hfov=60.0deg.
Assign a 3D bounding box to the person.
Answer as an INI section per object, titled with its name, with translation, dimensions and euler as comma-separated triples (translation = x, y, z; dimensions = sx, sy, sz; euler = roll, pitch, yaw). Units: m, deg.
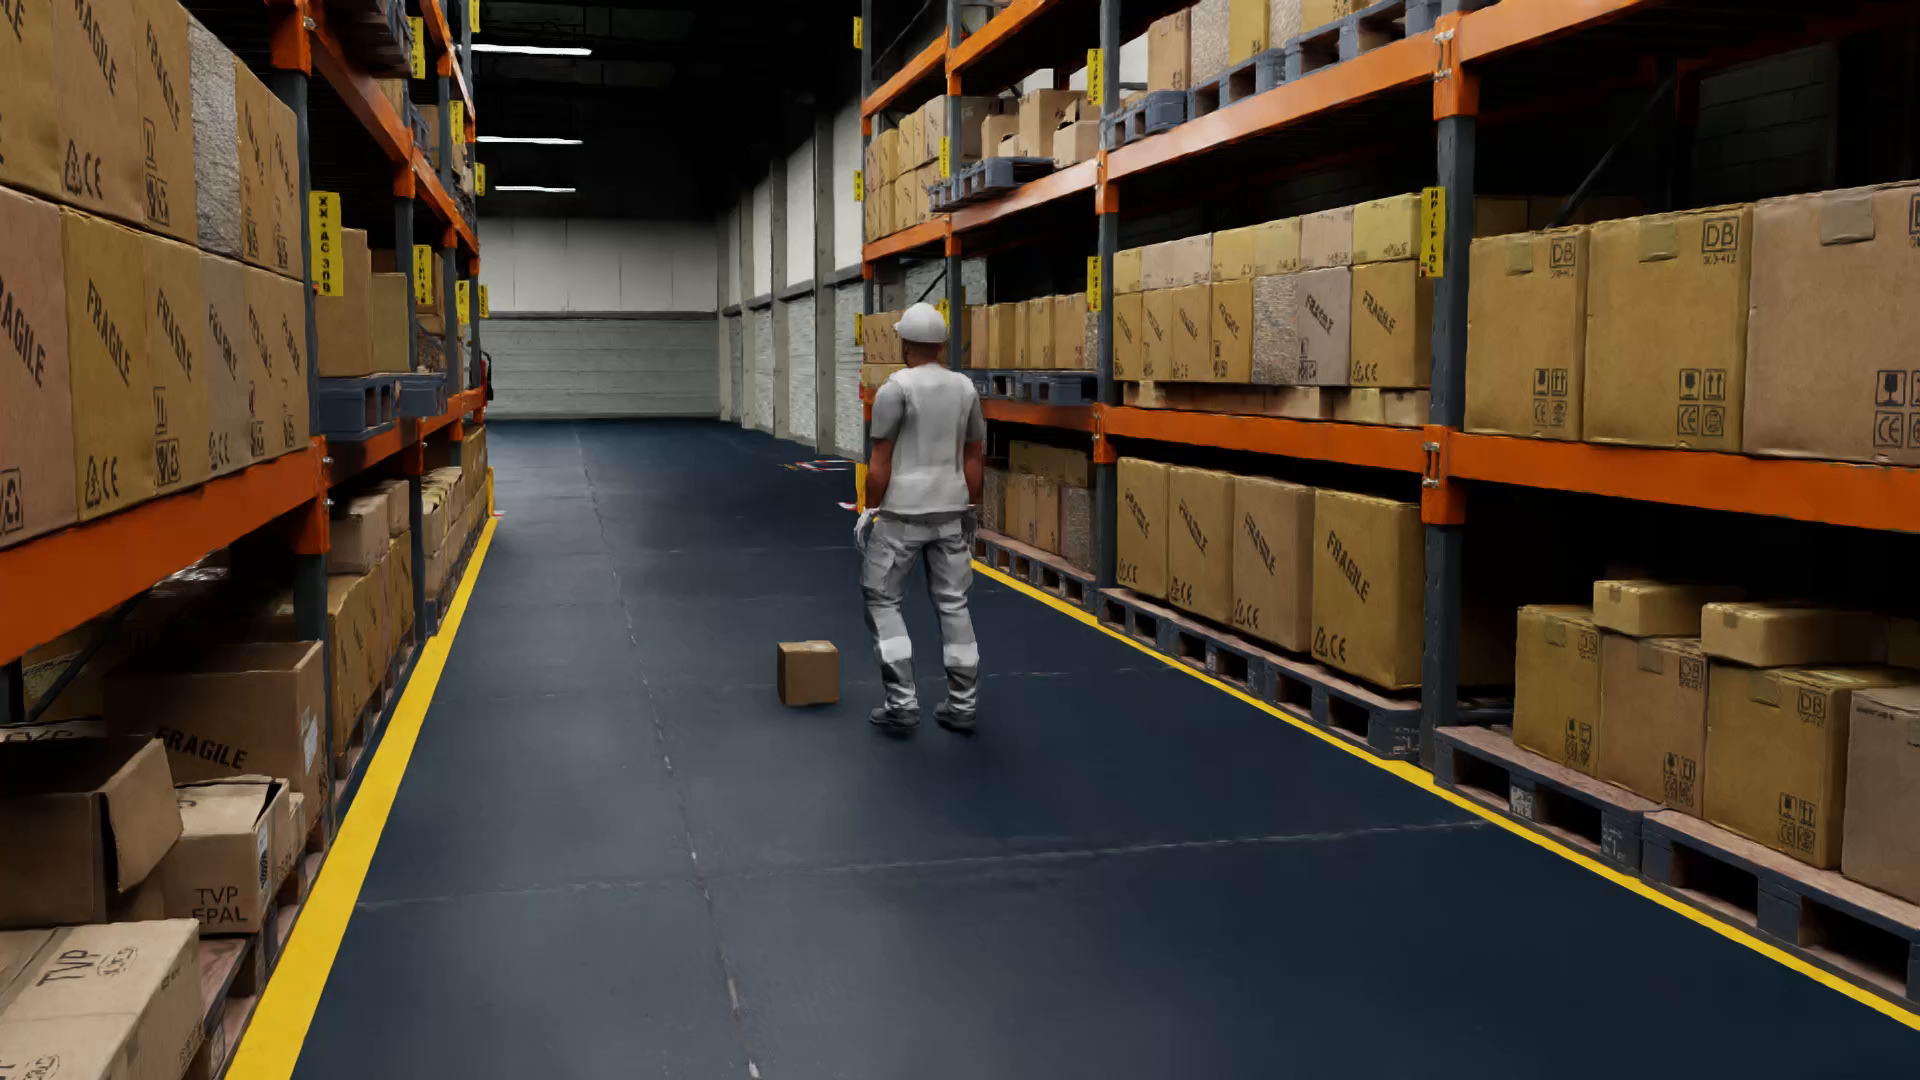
[person]
translation = -0.163, -0.097, 6.999
dimensions = 0.601, 1.789, 0.360
euler = -4, 7, -34
